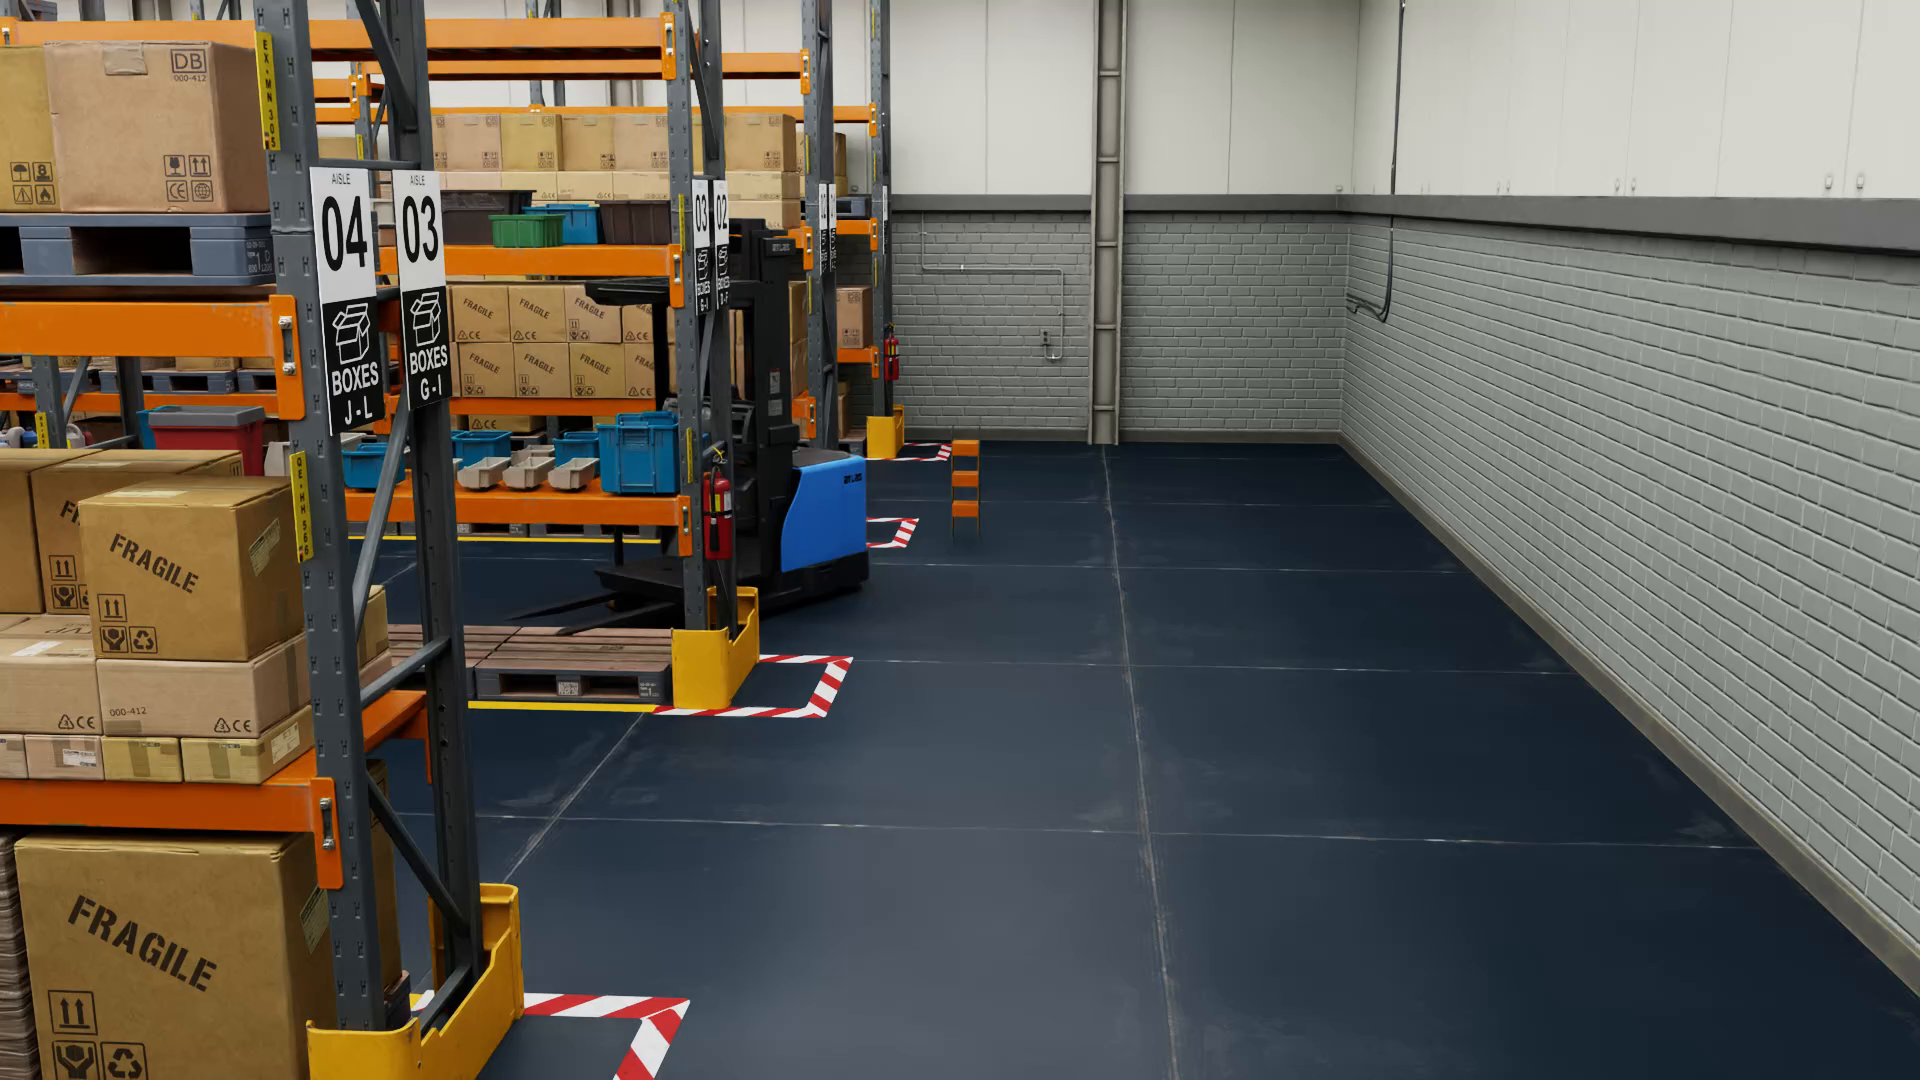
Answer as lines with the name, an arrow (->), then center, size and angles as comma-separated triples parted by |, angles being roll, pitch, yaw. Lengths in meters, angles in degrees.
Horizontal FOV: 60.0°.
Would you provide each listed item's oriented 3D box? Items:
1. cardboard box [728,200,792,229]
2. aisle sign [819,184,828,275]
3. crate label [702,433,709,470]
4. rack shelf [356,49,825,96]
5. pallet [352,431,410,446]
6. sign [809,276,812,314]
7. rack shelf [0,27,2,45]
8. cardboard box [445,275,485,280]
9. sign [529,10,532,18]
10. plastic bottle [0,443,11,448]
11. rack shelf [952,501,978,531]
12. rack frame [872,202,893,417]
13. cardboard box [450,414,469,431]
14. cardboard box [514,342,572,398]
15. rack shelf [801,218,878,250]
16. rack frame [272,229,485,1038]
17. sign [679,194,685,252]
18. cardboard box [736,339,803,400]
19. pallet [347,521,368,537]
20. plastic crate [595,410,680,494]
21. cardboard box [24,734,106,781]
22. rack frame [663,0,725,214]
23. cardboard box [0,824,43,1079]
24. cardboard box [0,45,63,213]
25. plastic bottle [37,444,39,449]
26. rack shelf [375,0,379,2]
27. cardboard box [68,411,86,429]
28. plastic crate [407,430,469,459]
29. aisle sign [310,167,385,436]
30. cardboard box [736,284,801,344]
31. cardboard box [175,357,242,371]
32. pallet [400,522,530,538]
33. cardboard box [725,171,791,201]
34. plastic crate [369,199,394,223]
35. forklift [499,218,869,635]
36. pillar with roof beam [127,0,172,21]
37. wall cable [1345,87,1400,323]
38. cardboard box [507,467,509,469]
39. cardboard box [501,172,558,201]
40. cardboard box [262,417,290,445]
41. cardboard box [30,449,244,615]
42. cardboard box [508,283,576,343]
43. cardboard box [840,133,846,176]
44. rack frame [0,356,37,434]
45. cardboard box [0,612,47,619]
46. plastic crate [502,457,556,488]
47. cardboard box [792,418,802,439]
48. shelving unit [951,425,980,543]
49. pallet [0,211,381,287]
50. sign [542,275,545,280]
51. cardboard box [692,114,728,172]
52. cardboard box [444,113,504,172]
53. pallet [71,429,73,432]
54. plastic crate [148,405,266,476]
cardboard box -> -1.791, -2.900, 14.827 | 0.500, 0.250, 0.500 | 1, 12, 4
aisle sign -> -1.213, -2.761, 14.773 | 0.004, 0.787, 0.394 | 1, 12, 4
crate label -> -1.819, -0.558, 10.854 | 0.303, 0.233, 0.416 | 1, 12, 4
rack shelf -> -3.256, -4.162, 14.933 | 4.000, 0.370, 1.077 | 1, 12, 4
pallet -> -6.920, -1.265, 20.782 | 1.213, 0.211, 1.003 | 1, 12, 4
sign -> -1.317, -2.160, 14.651 | 0.005, 0.325, 0.100 | 1, 12, 4
rack shelf -> -7.582, -3.011, 10.398 | 4.000, 0.370, 1.077 | 1, 12, 4
cardboard box -> -5.917, -3.153, 20.146 | 0.500, 0.250, 0.500 | 1, 12, 5
sign -> -4.949, -5.940, 19.194 | 0.005, 0.325, 0.100 | 1, 12, 4
plastic bottle -> -6.001, -0.473, 10.490 | 0.135, 0.276, 0.152 | 1, 12, 4
rack shelf -> 0.053, -0.231, 15.198 | 0.240, 0.259, 0.215 | 1, 12, 4
rack frame -> -0.933, -2.564, 20.181 | 0.127, 3.000, 1.000 | 1, 12, 4
cardboard box -> -6.468, -1.766, 20.590 | 0.750, 0.750, 0.750 | 1, 12, 5
cardboard box -> -3.751, -1.579, 15.229 | 0.500, 0.500, 0.500 | 1, 12, 3
rack shelf -> -2.929, -3.707, 20.078 | 4.000, 0.370, 1.077 | 1, 12, 4
rack frame -> -1.926, 0.472, 5.668 | 0.127, 3.000, 1.000 | 1, 12, 4
sign -> -1.616, -1.844, 9.671 | 0.005, 0.325, 0.100 | 1, 12, 4
cardboard box -> -1.725, -1.551, 15.096 | 0.500, 0.500, 0.500 | 1, 12, 5
pallet -> -6.066, -0.245, 15.906 | 1.213, 0.211, 1.003 | 1, 12, 4
plastic crate -> -1.942, -0.553, 10.335 | 0.499, 0.435, 0.616 | 1, 12, 4
cardboard box -> -2.815, 0.650, 5.428 | 0.250, 0.149, 0.380 | 1, 12, 4
rack frame -> -1.595, -3.476, 9.891 | 0.127, 3.000, 1.000 | 1, 12, 4
cardboard box -> -3.478, 1.301, 5.866 | 0.875, 0.875, 0.875 | 1, 12, 4
cardboard box -> -3.002, -1.328, 5.434 | 0.500, 0.500, 0.700 | 0, 12, 2
plastic bottle -> -6.173, -0.589, 11.226 | 0.097, 0.201, 0.097 | 0, 12, 0
rack shelf -> -3.922, -1.944, 5.299 | 4.000, 0.370, 1.077 | 1, 12, 4
cardboard box -> -11.145, -1.701, 21.087 | 0.500, 0.500, 0.700 | 1, 12, 4
plastic crate -> -3.433, -0.580, 10.960 | 0.300, 0.233, 0.416 | 1, 12, 4
aisle sign -> -1.874, -0.738, 5.104 | 0.004, 0.787, 0.394 | 1, 12, 4
cardboard box -> -1.723, -2.040, 14.991 | 0.500, 0.500, 0.500 | 1, 12, 3
cardboard box -> -7.018, -1.873, 15.606 | 0.500, 0.500, 0.700 | -2, 12, -11
pallet -> -4.566, -0.232, 15.844 | 1.213, 0.211, 1.003 | 1, 12, 4
cardboard box -> -1.790, -3.146, 14.784 | 0.500, 0.250, 0.500 | 1, 12, 4
plastic crate -> -3.786, -2.044, 10.657 | 0.530, 0.282, 0.437 | 1, 12, 4
forklift -> -2.025, -0.874, 12.270 | 1.130, 2.935, 3.031 | 9, 15, 36
pillar with roof beam -> -10.442, -4.925, 16.815 | 0.400, 9.000, 9.100 | 1, 12, 4
wall cable -> 4.686, -3.830, 19.165 | 0.112, 2.526, 3.097 | 1, 12, 4
cardboard box -> -4.664, -0.649, 16.055 | 0.500, 0.500, 0.500 | 1, 12, 4
cardboard box -> -3.786, -3.173, 14.912 | 0.500, 0.250, 0.500 | 1, 12, 4
cardboard box -> -6.716, -1.036, 16.073 | 0.500, 0.250, 0.500 | 1, 12, 4
cardboard box -> -2.886, -0.036, 5.904 | 0.500, 0.500, 0.500 | 0, 12, 2
cardboard box -> -3.772, -2.067, 15.119 | 0.500, 0.500, 0.500 | 0, 12, 2
cardboard box -> -1.645, -4.640, 20.043 | 0.500, 0.500, 0.500 | 0, 12, 2
rack frame -> -9.242, -1.661, 15.866 | 0.127, 3.000, 1.000 | 1, 12, 4
cardboard box -> -3.407, 0.325, 6.012 | 0.500, 0.250, 0.500 | 0, 12, 2
plastic crate -> -2.709, -0.421, 10.436 | 0.243, 0.136, 0.396 | 1, 12, 4
cardboard box -> -2.137, -1.542, 20.374 | 0.500, 0.500, 0.700 | 1, 12, 4
shelving unit -> 0.053, -0.513, 15.139 | 0.252, 1.050, 0.215 | 1, 12, 4
pallet -> -2.667, -0.961, 5.408 | 1.213, 0.211, 1.003 | 1, 12, 4
sign -> -4.951, -3.036, 19.801 | 0.005, 0.325, 0.100 | 1, 12, 4
cardboard box -> -2.267, -3.586, 15.056 | 0.500, 0.500, 0.700 | 1, 12, 4
cardboard box -> -4.274, -3.578, 15.019 | 0.500, 0.500, 0.700 | 1, 12, 4
pallet -> -10.909, -1.337, 21.124 | 1.213, 0.211, 1.003 | 1, 12, 4
plastic crate -> -4.712, -0.592, 10.451 | 0.583, 0.464, 0.402 | 1, 12, 4
